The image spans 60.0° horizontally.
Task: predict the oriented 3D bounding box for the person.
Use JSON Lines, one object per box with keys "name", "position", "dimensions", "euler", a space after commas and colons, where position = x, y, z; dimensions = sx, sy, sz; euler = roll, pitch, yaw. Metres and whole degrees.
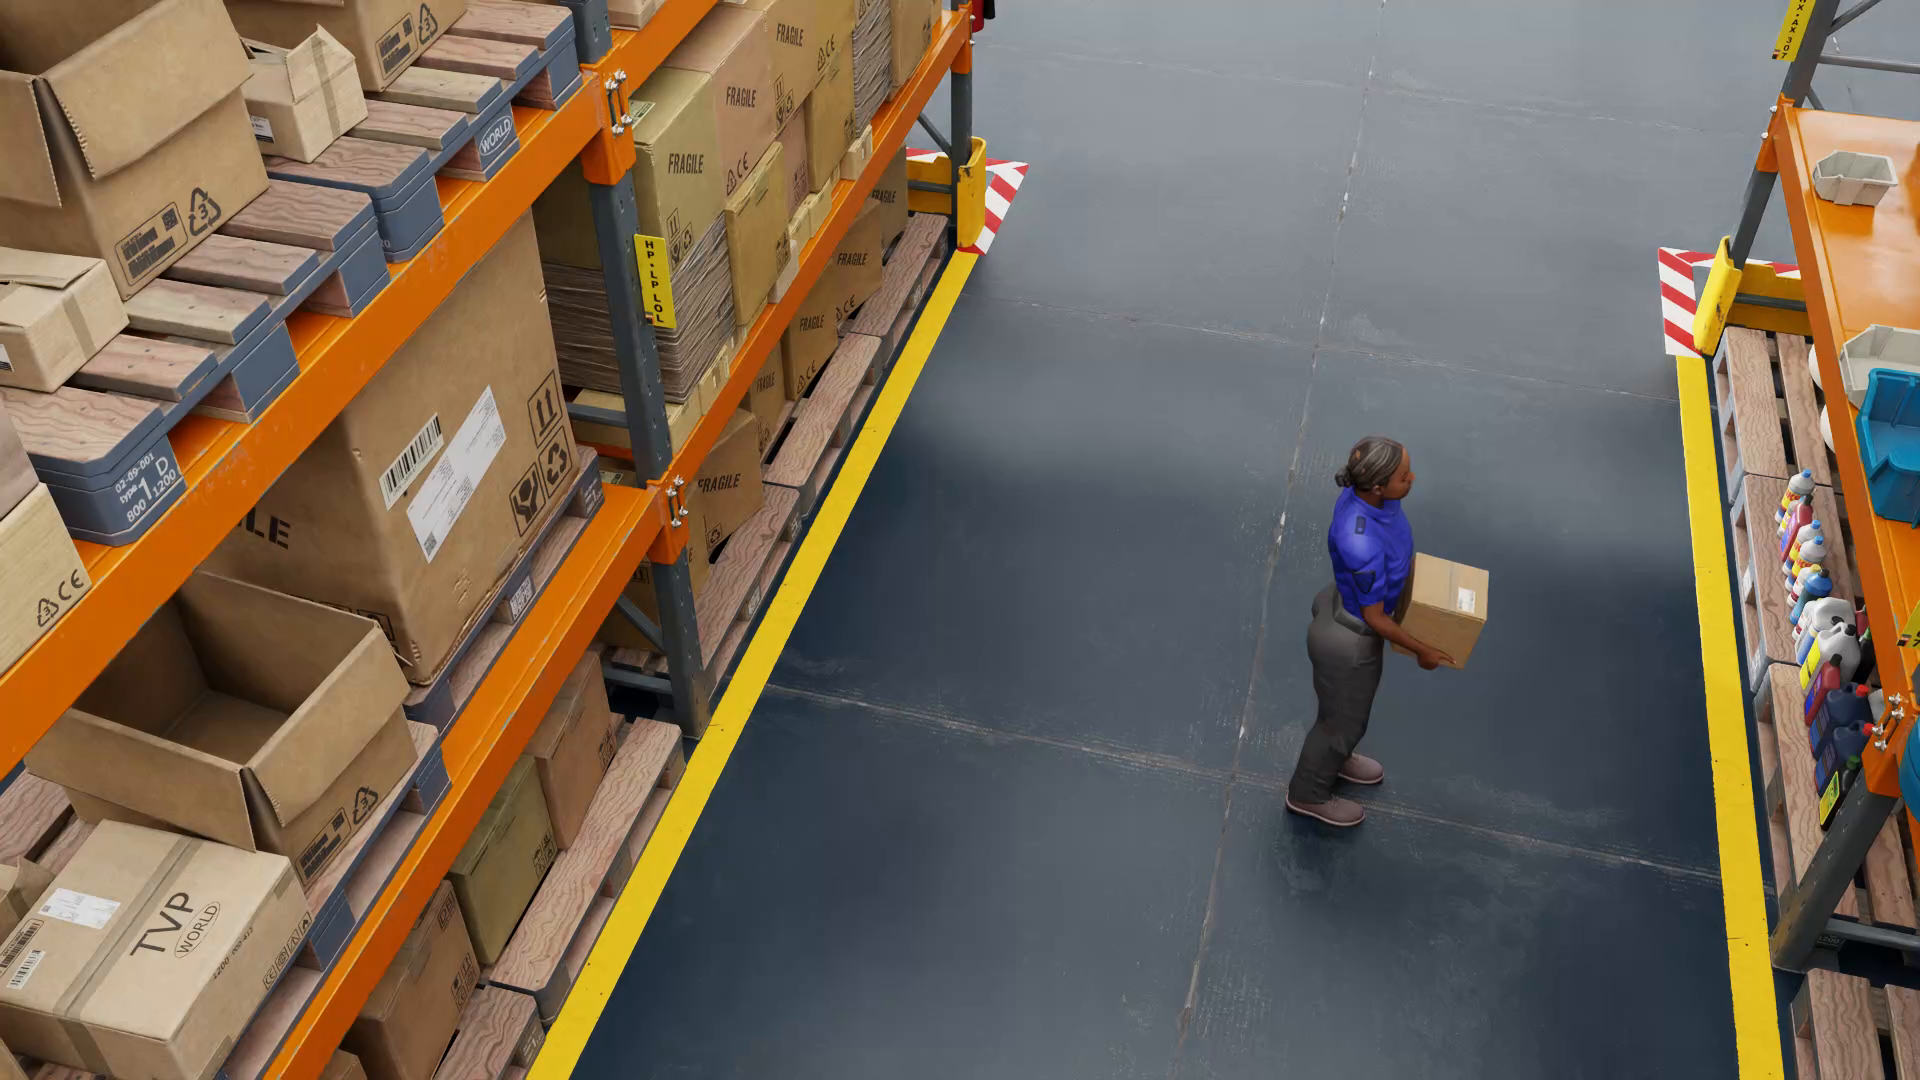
{"name": "person", "position": [1.460, 0.335, 5.787], "dimensions": [0.505, 1.655, 0.448], "euler": [10, 42, 12]}
